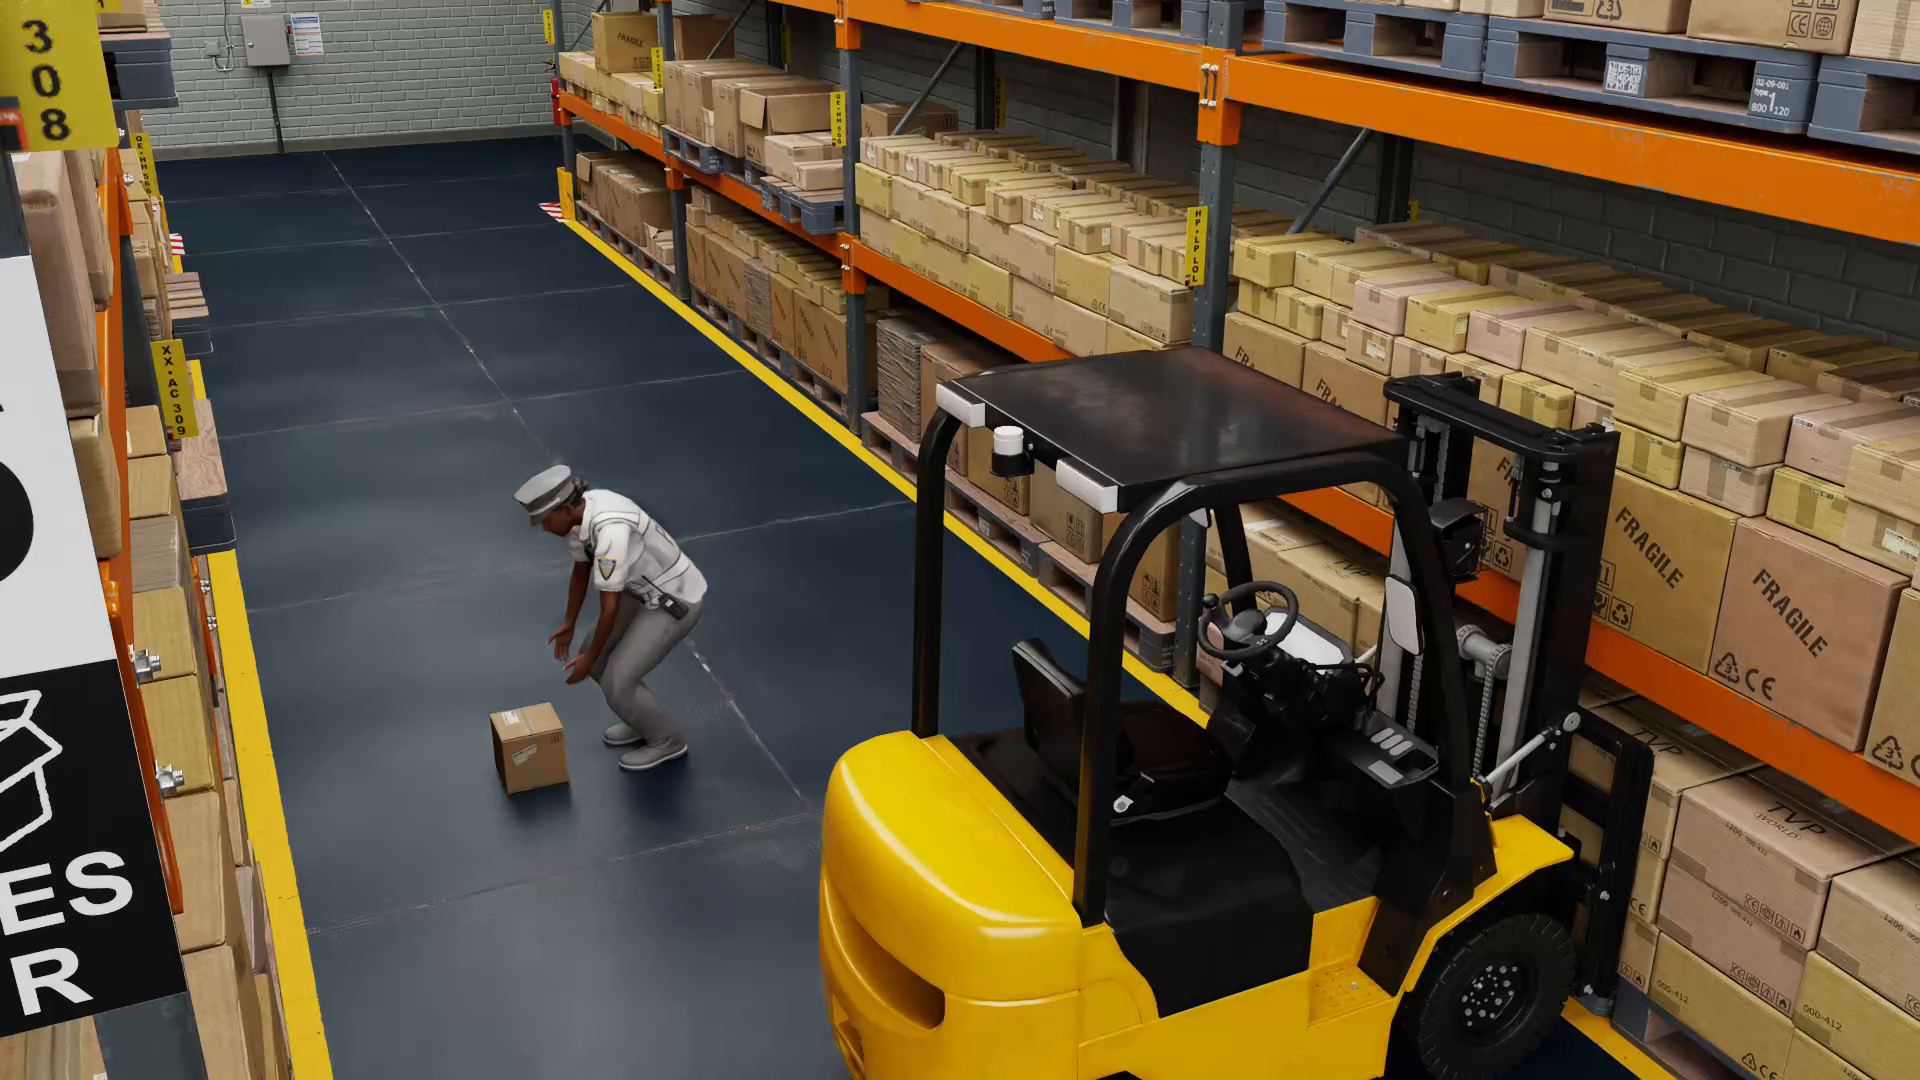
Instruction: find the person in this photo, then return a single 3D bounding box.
[{"bbox_3d":[-1.395,0.304,6.798,0.741,1.331,0.496,-10,24,-23],"label":"person"}]
